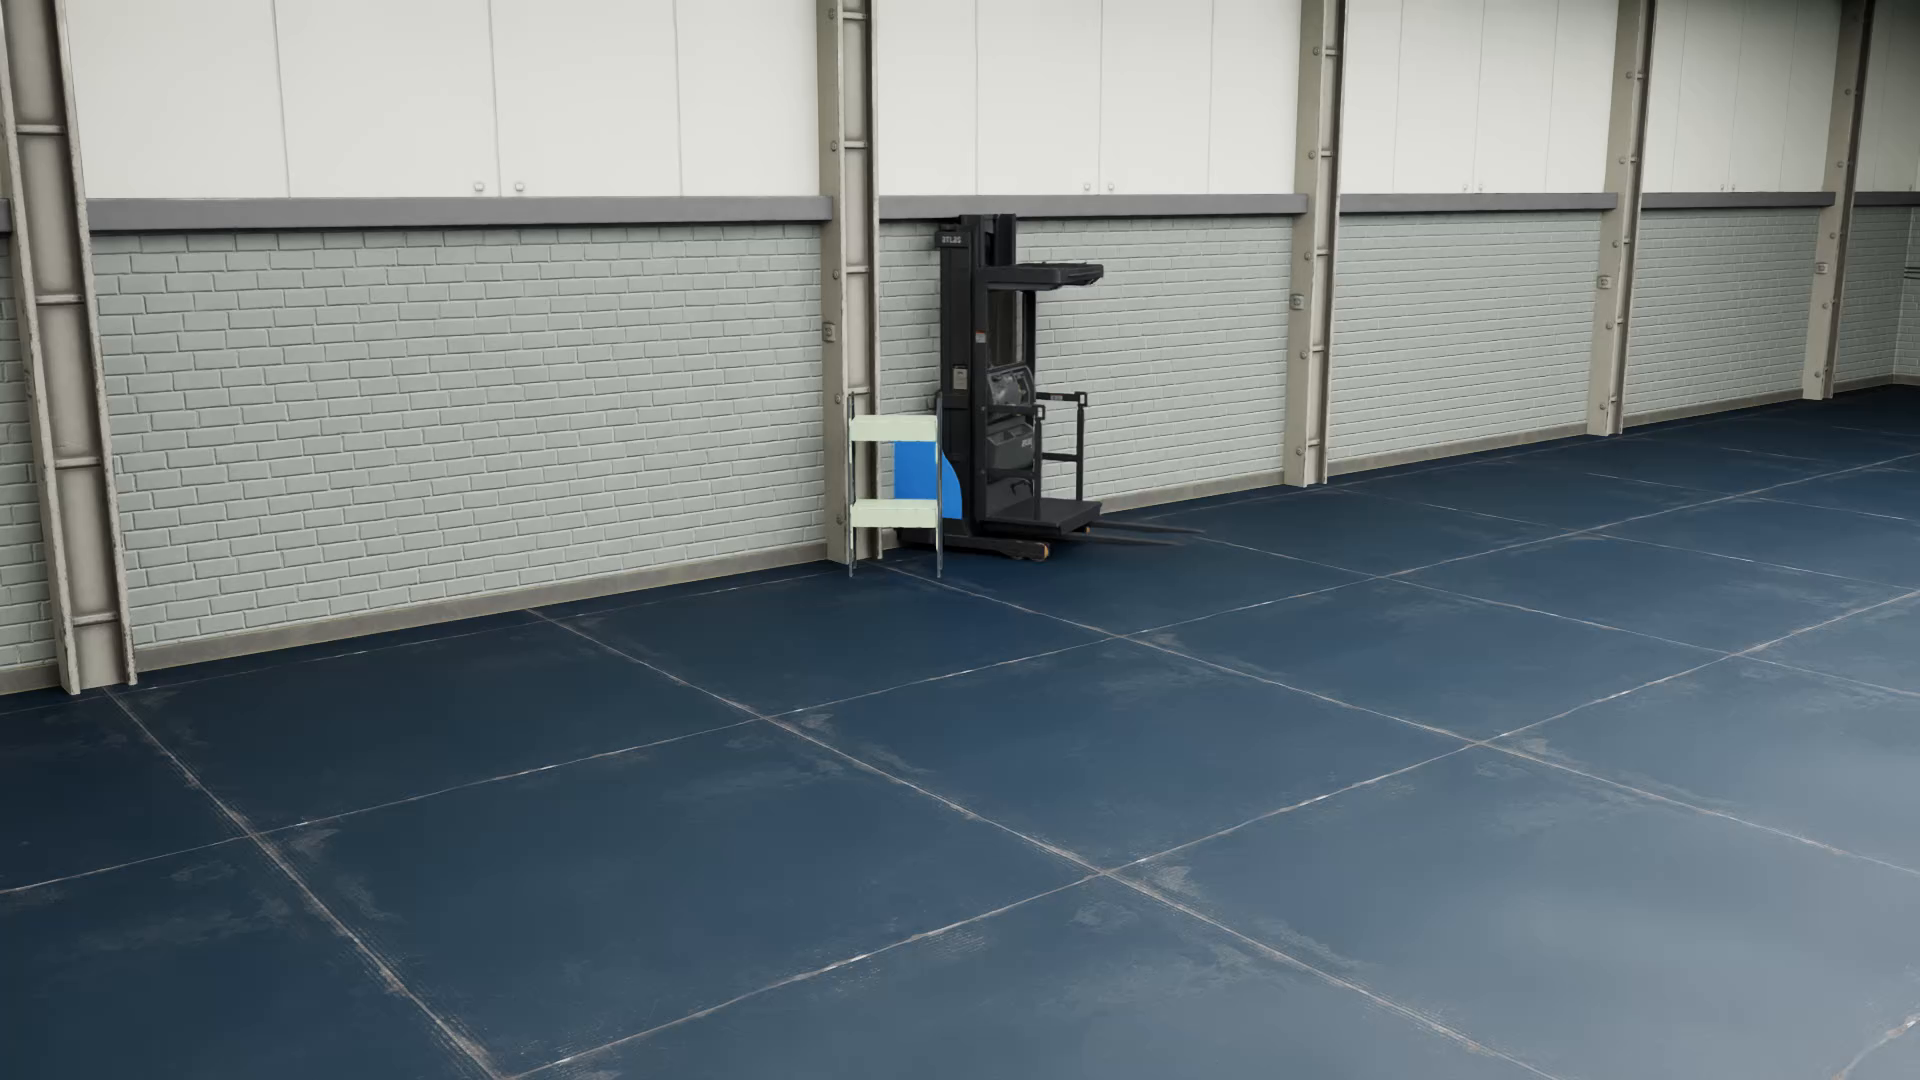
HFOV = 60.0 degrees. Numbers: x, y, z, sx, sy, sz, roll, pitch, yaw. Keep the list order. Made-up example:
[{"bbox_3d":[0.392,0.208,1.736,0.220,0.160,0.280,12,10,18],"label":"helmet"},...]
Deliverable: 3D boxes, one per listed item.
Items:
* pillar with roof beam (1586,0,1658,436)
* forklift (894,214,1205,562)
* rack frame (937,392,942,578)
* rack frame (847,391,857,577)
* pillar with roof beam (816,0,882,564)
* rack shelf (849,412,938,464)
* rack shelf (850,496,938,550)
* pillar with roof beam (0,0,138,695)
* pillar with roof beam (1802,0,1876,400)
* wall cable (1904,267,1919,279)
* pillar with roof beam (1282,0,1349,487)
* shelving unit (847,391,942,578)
[{"bbox_3d":[11.136,-5.102,17.611,0.400,9.000,9.100,-9,15,-38],"label":"pillar with roof beam"},{"bbox_3d":[0.640,-1.368,14.638,3.031,2.935,1.130,6,13,25],"label":"forklift"},{"bbox_3d":[-0.170,-0.462,13.816,0.023,1.500,0.400,0,12,2],"label":"rack frame"},{"bbox_3d":[-0.901,-0.468,13.844,0.023,1.500,0.400,0,12,2],"label":"rack frame"},{"bbox_3d":[1.765,-3.544,10.278,0.400,9.000,9.100,-9,15,-38],"label":"pillar with roof beam"},{"bbox_3d":[-0.535,-0.847,13.749,0.720,0.370,0.431,0,12,2],"label":"rack shelf"},{"bbox_3d":[-0.535,-0.146,13.898,0.720,0.370,0.431,0,12,2],"label":"rack shelf"},{"bbox_3d":[-2.920,-2.766,6.611,0.400,9.000,9.100,-9,15,-38],"label":"pillar with roof beam"},{"bbox_3d":[15.821,-5.880,21.277,0.400,9.000,9.100,-9,15,-38],"label":"pillar with roof beam"},{"bbox_3d":[16.258,-5.227,25.678,0.112,2.526,3.097,-9,15,-38],"label":"wall cable"},{"bbox_3d":[6.451,-4.323,13.944,0.400,9.000,9.100,-9,15,-38],"label":"pillar with roof beam"},{"bbox_3d":[-0.535,-0.465,13.830,0.755,1.500,0.431,0,12,2],"label":"shelving unit"}]
